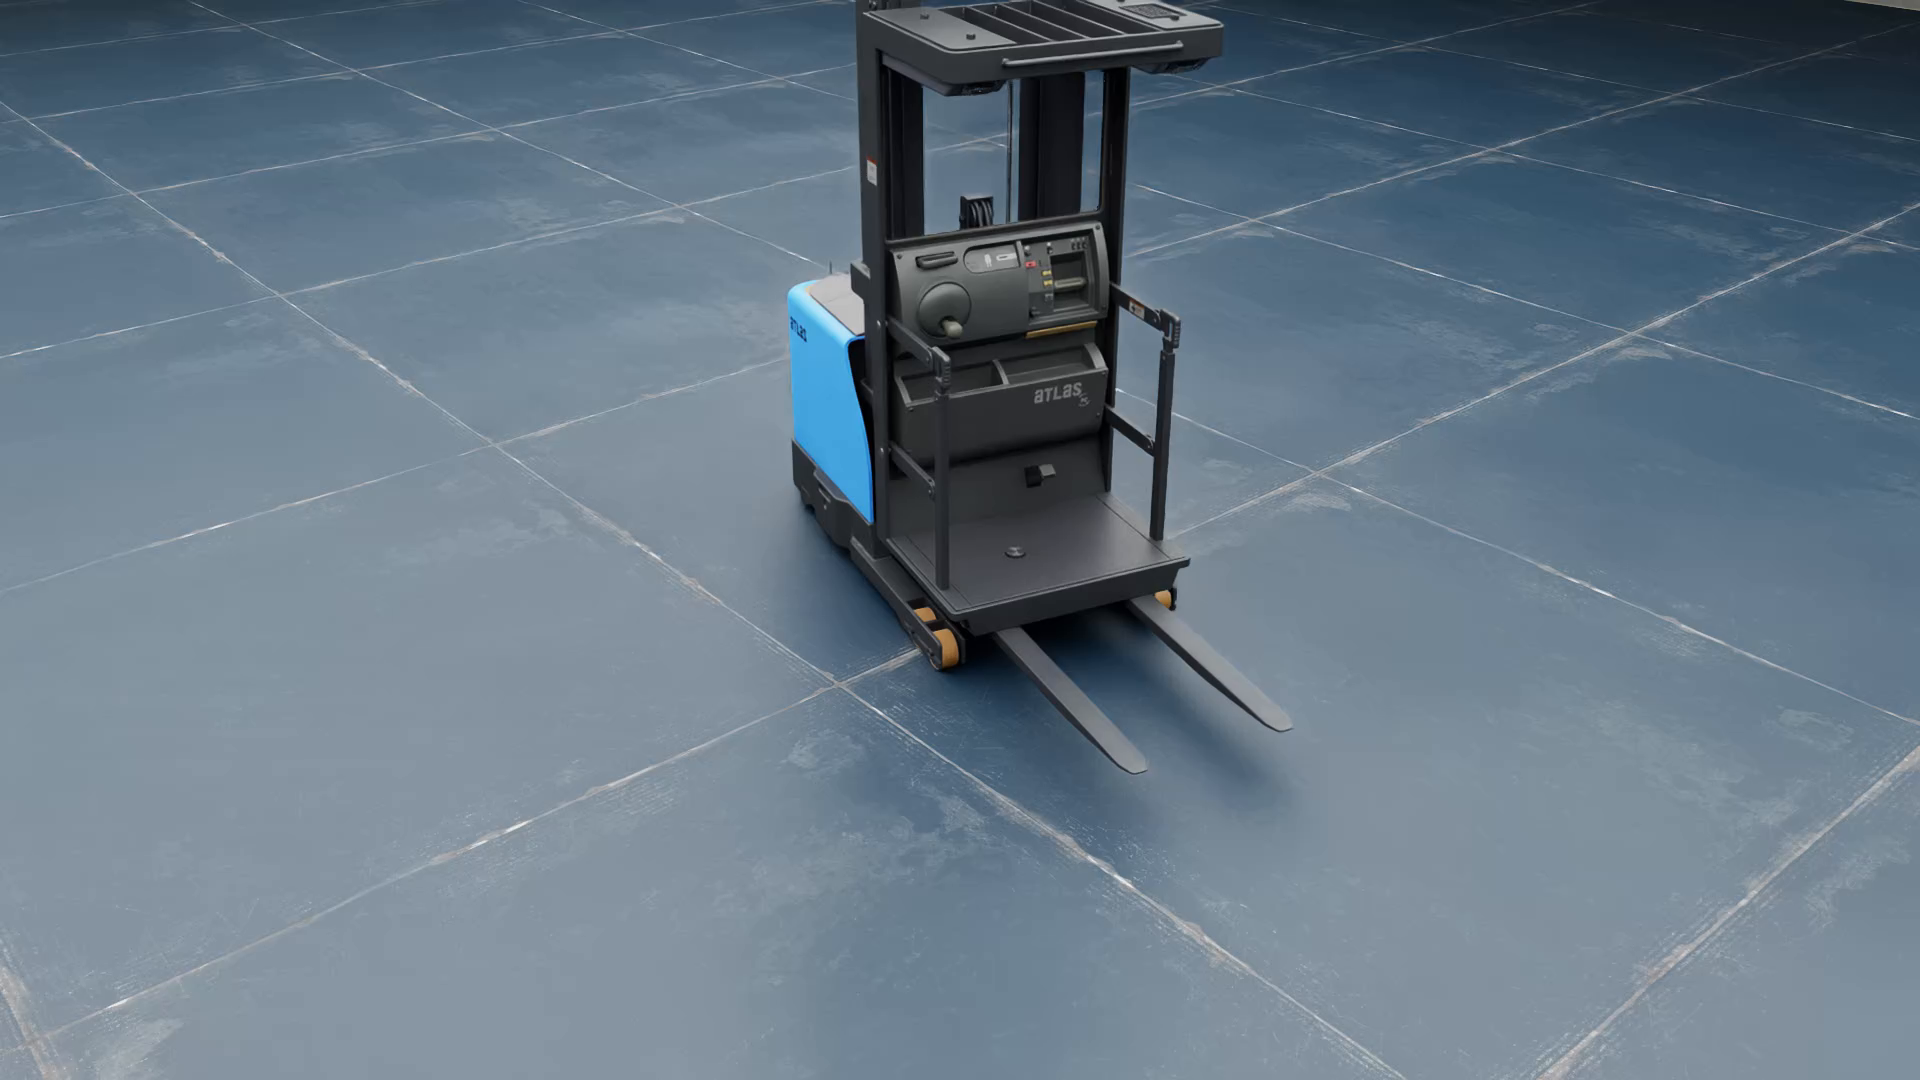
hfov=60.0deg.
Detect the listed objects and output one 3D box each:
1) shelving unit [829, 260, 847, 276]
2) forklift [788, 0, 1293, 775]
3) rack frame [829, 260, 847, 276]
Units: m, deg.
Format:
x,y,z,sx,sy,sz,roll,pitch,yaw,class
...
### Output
x,y,z,sx,sy,sz,roll,pitch,yaw,class
-0.469,-0.871,8.258,0.252,1.050,0.215,-13,29,-23,shelving unit
0.266,-0.999,6.509,1.130,2.935,3.031,-12,31,-22,forklift
-0.578,-0.845,8.209,0.008,1.050,0.200,-13,29,-23,rack frame
